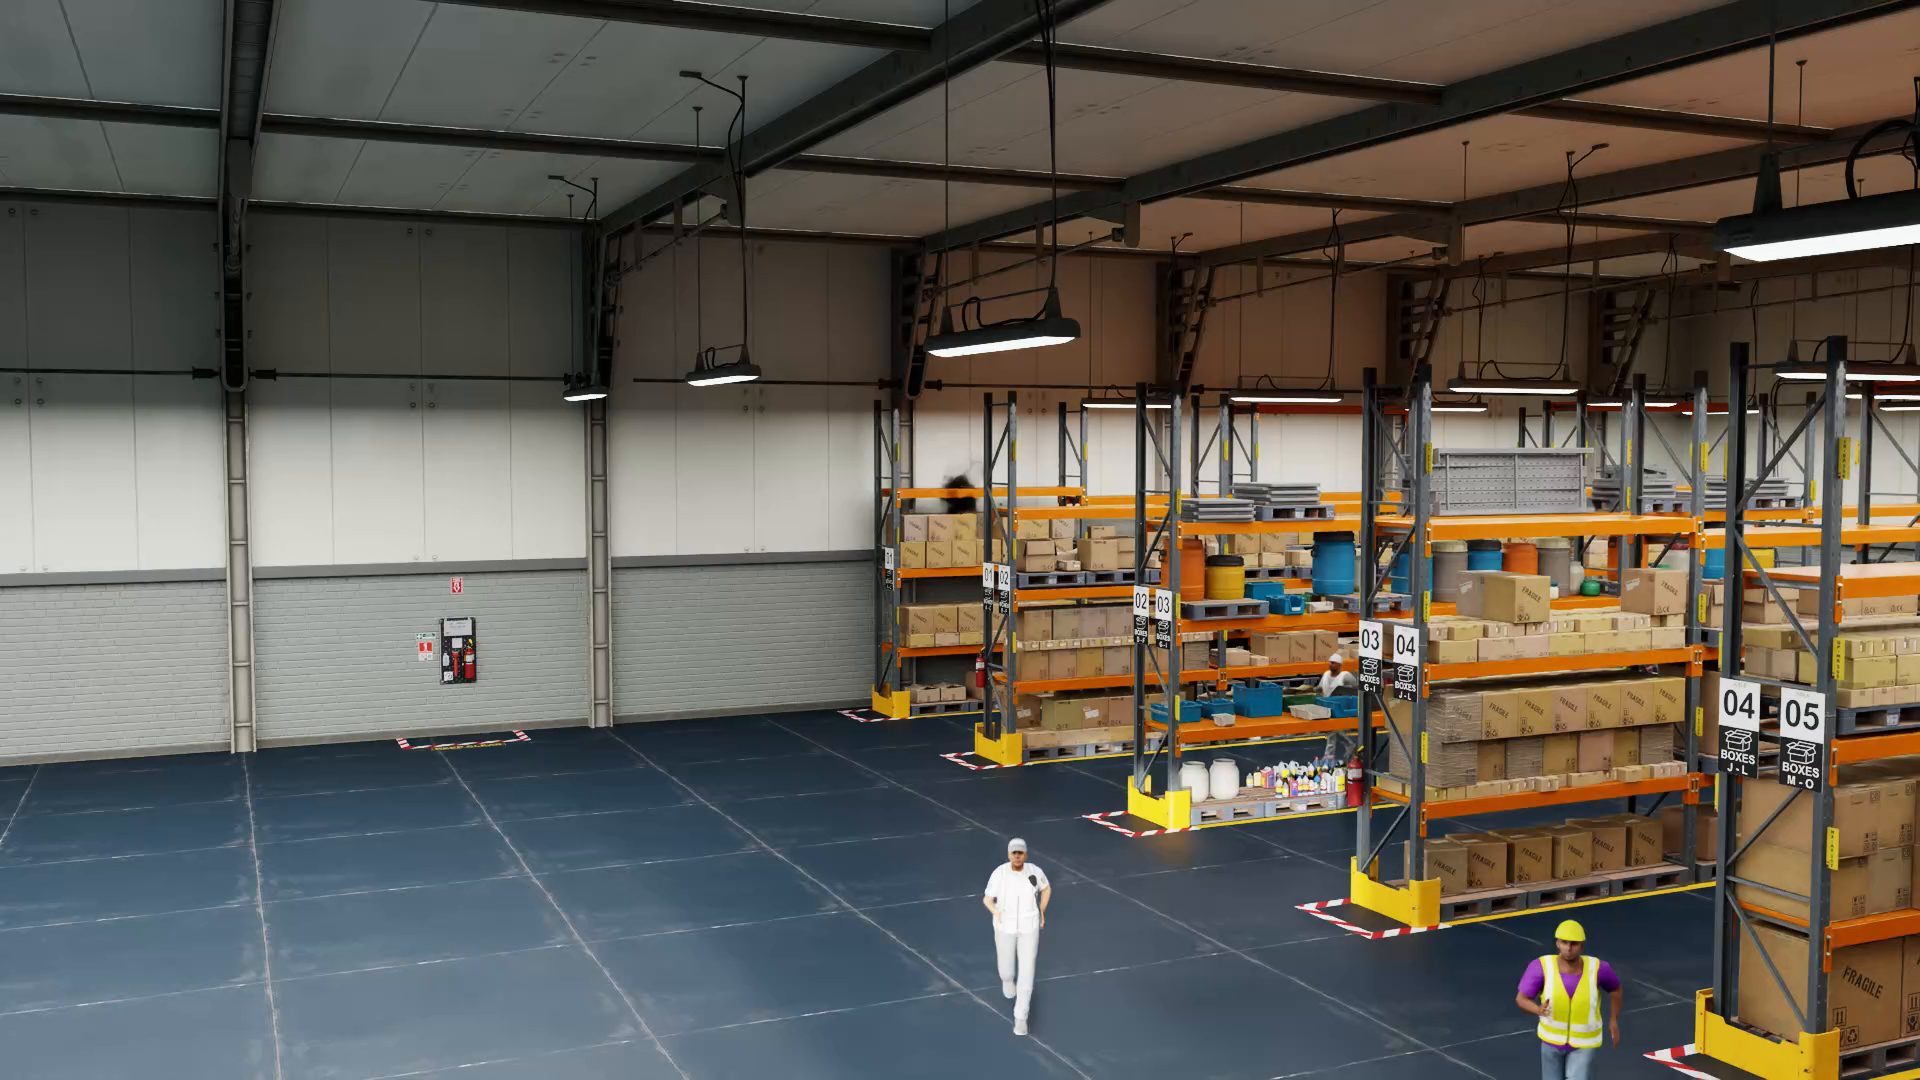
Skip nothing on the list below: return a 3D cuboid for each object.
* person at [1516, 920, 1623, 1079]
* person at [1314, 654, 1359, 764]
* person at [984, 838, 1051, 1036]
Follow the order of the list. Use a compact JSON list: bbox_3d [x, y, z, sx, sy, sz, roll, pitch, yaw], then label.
[{"bbox_3d":[4.323,3.560,11.842,0.693,1.751,0.979,1,4,24],"label":"person"},{"bbox_3d":[6.017,2.698,26.568,0.984,1.765,0.680,-2,4,-34],"label":"person"},{"bbox_3d":[0.516,3.479,14.853,0.607,1.659,0.849,0,3,1],"label":"person"}]
